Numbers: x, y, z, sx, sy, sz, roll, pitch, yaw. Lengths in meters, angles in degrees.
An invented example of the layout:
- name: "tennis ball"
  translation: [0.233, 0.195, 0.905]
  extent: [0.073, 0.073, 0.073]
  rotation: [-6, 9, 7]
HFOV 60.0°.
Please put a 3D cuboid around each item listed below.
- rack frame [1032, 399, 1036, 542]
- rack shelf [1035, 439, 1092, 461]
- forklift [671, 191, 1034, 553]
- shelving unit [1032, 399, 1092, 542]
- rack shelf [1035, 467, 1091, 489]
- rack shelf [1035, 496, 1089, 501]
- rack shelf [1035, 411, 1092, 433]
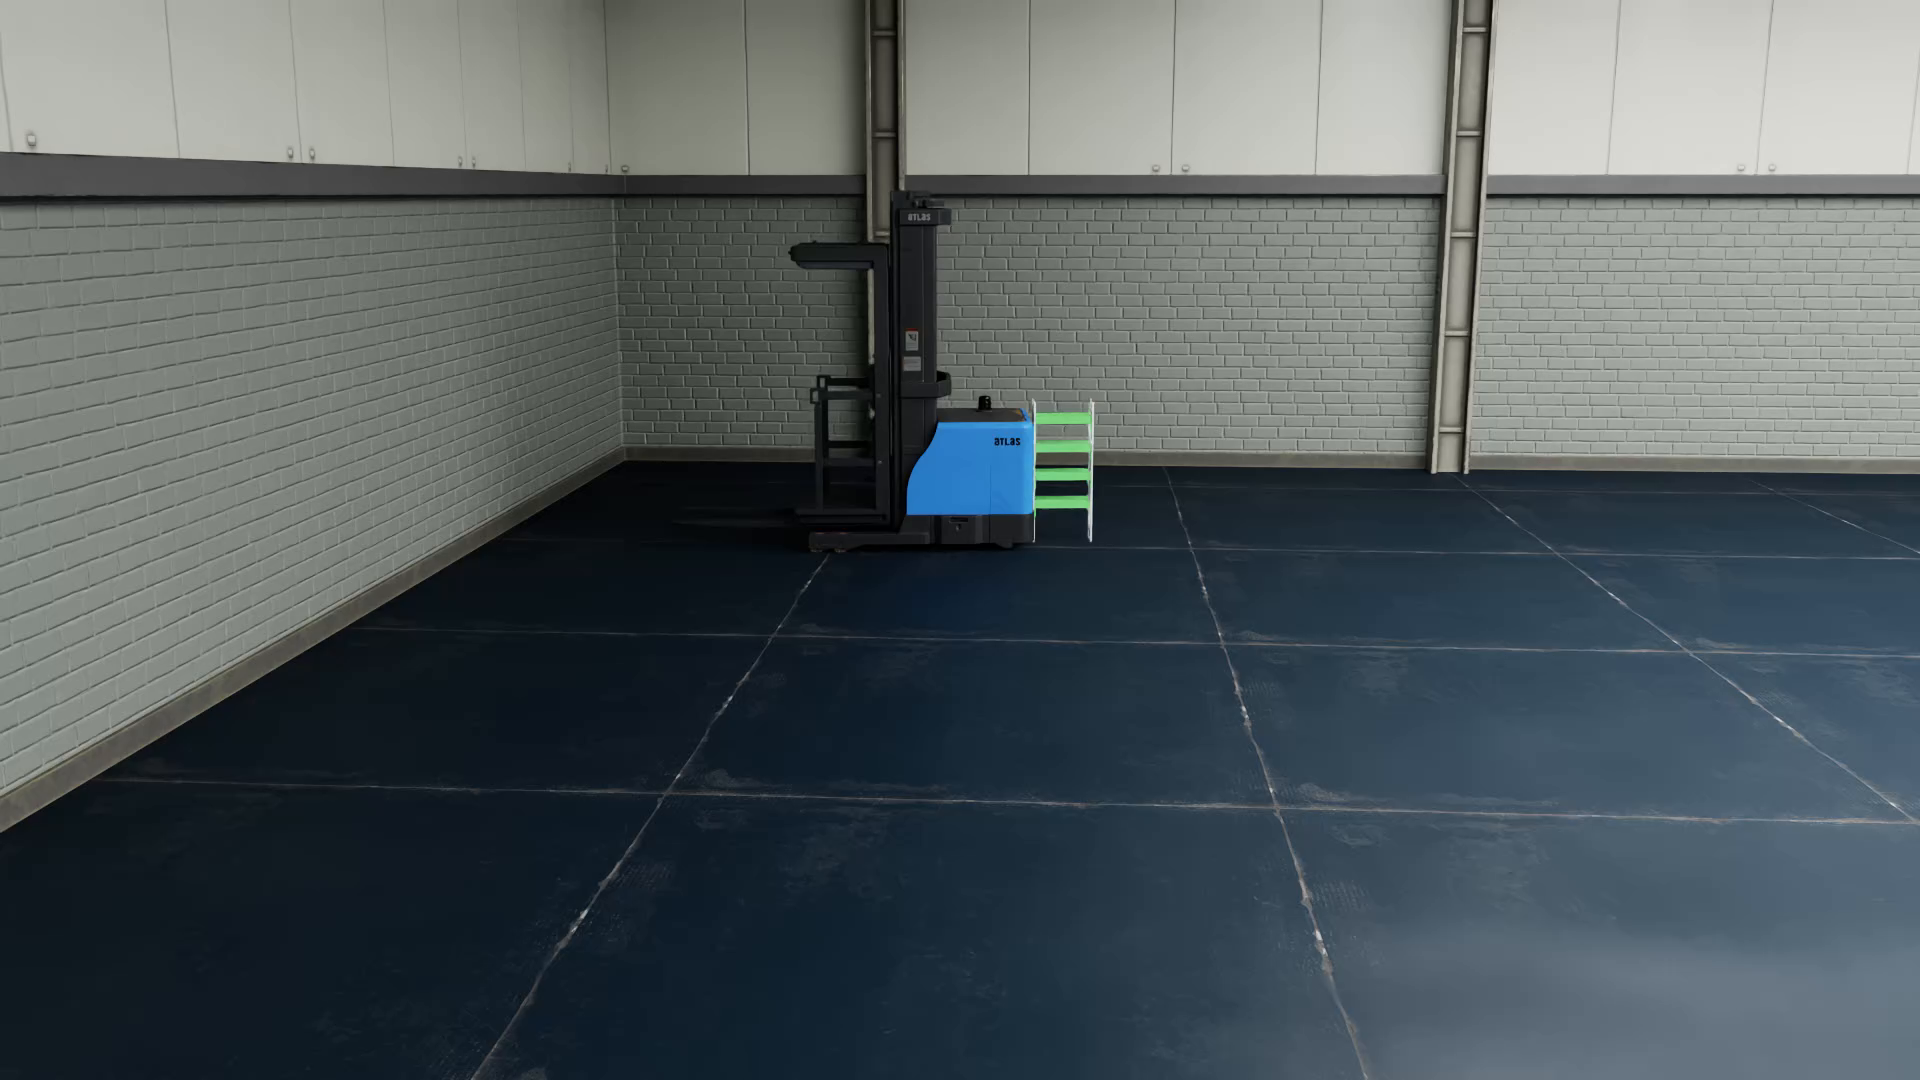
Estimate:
- name: "rack frame"
  translation: [0.624, -0.591, 14.163]
  extent: [0.015, 1.200, 0.240]
  rotation: [0, 12, -1]
- name: "rack shelf"
  translation: [0.868, -0.765, 14.133]
  extent: [0.480, 0.148, 0.258]
  rotation: [0, 12, -1]
- name: "forklift"
  translation: [-0.906, -1.439, 13.991]
  extent: [3.031, 2.935, 1.130]
  rotation: [0, 12, -1]
- name: "shelving unit"
  translation: [0.863, -0.592, 14.169]
  extent: [0.492, 1.200, 0.258]
  rotation: [0, 12, -1]
- name: "rack shelf"
  translation: [0.868, -0.530, 14.182]
  extent: [0.480, 0.148, 0.258]
  rotation: [0, 12, -1]
- name: "rack shelf"
  translation: [0.868, -0.347, 14.220]
  extent: [0.457, 0.021, 0.221]
  rotation: [0, 12, -1]
- name: "rack shelf"
  translation: [0.868, -0.999, 14.083]
  extent: [0.480, 0.148, 0.258]
  rotation: [0, 12, -1]
